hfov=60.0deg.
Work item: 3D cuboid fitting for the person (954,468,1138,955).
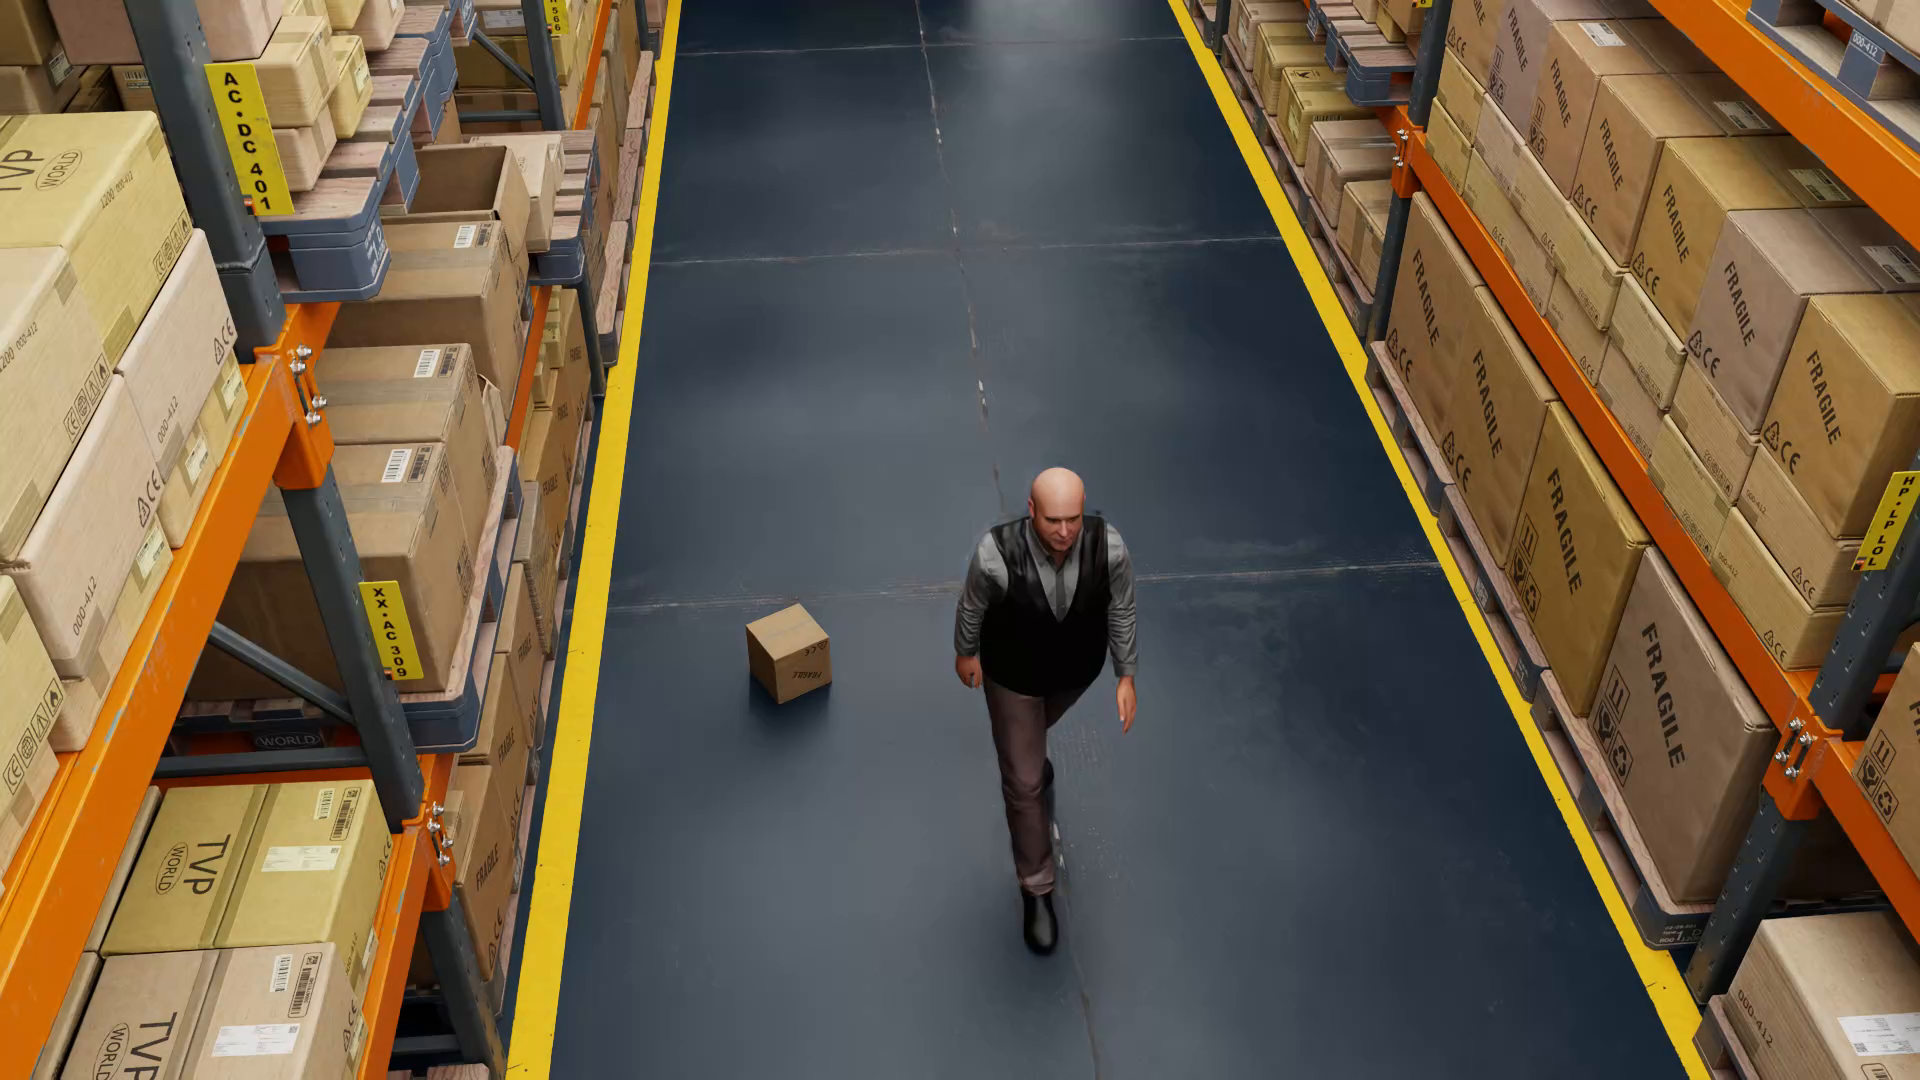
[{"bbox_3d":[0.300,0.482,5.640,0.568,1.580,1.016,-11,40,-14],"label":"person"}]
